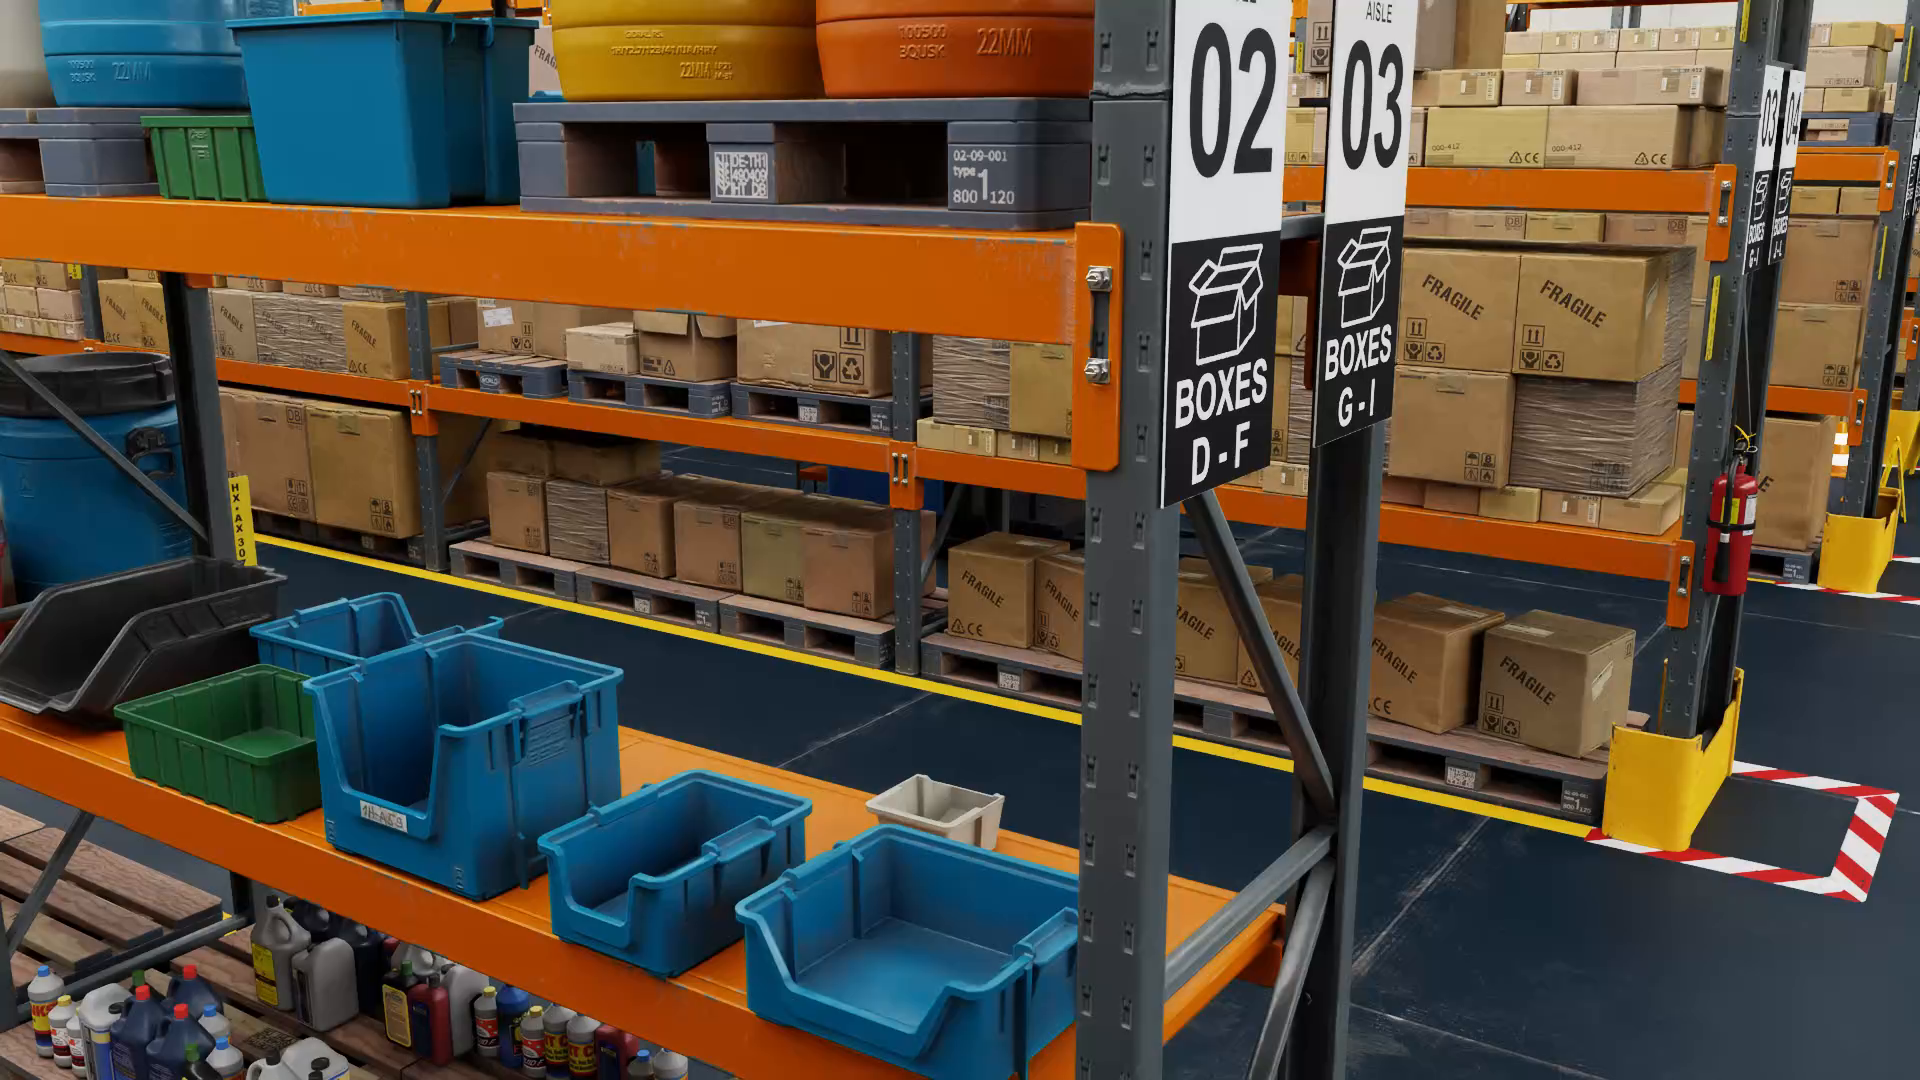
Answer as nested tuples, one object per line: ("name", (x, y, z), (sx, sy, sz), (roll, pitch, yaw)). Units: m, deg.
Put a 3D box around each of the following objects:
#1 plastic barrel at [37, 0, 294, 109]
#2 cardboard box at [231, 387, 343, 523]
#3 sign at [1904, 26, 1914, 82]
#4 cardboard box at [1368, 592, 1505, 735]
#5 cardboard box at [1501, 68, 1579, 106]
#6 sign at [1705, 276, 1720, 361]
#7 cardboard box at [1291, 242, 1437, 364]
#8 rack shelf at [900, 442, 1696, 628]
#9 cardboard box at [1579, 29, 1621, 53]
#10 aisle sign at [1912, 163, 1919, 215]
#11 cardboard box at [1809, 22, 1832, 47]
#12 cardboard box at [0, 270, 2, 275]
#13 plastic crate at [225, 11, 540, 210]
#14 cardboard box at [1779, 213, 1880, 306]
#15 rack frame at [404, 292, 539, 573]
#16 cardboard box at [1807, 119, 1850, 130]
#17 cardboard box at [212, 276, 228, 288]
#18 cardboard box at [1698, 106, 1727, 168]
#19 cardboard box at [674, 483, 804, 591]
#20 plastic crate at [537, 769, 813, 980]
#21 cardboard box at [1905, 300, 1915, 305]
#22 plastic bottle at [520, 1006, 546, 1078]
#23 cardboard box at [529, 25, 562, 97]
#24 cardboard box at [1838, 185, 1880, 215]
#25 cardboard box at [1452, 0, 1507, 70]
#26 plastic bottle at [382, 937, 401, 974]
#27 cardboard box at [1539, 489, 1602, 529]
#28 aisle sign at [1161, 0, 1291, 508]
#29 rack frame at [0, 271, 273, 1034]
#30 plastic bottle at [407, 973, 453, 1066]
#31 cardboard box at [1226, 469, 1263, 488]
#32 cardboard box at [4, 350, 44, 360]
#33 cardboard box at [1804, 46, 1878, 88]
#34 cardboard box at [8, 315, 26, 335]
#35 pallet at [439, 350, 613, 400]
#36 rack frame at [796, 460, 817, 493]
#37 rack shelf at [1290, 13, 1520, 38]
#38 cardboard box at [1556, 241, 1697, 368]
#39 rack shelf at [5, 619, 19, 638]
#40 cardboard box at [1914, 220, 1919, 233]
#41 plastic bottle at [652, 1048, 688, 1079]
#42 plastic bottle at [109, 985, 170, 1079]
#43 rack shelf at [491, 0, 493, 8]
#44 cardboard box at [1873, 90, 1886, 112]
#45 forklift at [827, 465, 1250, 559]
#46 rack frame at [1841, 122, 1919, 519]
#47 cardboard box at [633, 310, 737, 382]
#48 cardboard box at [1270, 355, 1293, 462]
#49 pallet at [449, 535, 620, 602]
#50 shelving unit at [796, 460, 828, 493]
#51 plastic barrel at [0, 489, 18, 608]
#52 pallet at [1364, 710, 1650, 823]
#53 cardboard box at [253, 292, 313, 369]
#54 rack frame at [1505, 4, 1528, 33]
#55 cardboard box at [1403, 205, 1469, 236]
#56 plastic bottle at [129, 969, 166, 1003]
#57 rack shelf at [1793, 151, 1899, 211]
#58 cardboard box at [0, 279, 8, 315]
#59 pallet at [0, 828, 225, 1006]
("plastic barrel", (-2.033, -1.561, 4.227), (0.708, 0.901, 0.600), (9, 17, 33))
("cardboard box", (-4.650, -0.727, 12.564), (0.875, 0.875, 1.225), (9, 17, 33))
("sign", (5.822, -2.980, 10.199), (0.005, 0.325, 0.100), (9, 17, 33))
("cardboard box", (2.260, 0.585, 8.044), (0.500, 0.500, 0.500), (-12, 18, -39))
("cardboard box", (2.441, -1.889, 6.950), (0.250, 0.149, 0.380), (8, 16, 30))
("sign", (2.958, -0.871, 6.533), (0.005, 0.325, 0.100), (9, 17, 33))
("cardboard box", (1.858, -1.100, 7.616), (0.500, 0.500, 0.500), (9, 17, 33))
("rack shelf", (1.625, -0.183, 8.316), (4.000, 0.370, 1.077), (9, 17, 33))
("cardboard box", (4.402, -3.395, 11.333), (0.250, 0.149, 0.380), (9, 17, 33))
("aisle sign", (6.363, -2.551, 10.977), (0.004, 0.787, 0.394), (9, 17, 33))
("cardboard box", (5.461, -3.224, 10.643), (0.250, 0.149, 0.380), (9, 17, 33))
("cardboard box", (-8.599, -2.333, 15.197), (0.500, 0.250, 0.500), (9, 16, 31))
("plastic crate", (-1.230, -0.920, 3.589), (0.575, 0.384, 0.392), (9, 17, 33))
("cardboard box", (5.850, -1.894, 11.171), (0.550, 0.550, 0.875), (9, 17, 33))
("rack frame", (-3.354, -1.337, 11.480), (0.127, 3.000, 1.000), (9, 17, 33))
("cardboard box", (7.831, -3.853, 15.094), (0.500, 0.250, 0.500), (9, 16, 32))
("cardboard box", (-5.575, -2.230, 12.794), (0.637, 0.503, 0.797), (9, 17, 33))
("cardboard box", (3.029, -1.763, 7.273), (0.500, 0.250, 0.500), (10, 17, 34))
("cardboard box", (-1.382, -0.030, 10.487), (0.500, 0.500, 0.700), (8, 16, 28))
("plastic crate", (-0.598, 0.700, 3.561), (0.408, 0.251, 0.499), (9, 17, 33))
("cardboard box", (11.289, -2.686, 19.701), (0.500, 0.250, 0.500), (9, 16, 32))
("plastic bottle", (-1.260, 1.491, 4.967), (0.097, 0.201, 0.097), (0, 14, 0))
("cardboard box", (-2.267, -2.835, 10.041), (0.500, 0.500, 0.500), (9, 16, 31))
("cardboard box", (8.269, -2.943, 15.061), (0.500, 0.500, 0.700), (9, 16, 31))
("cardboard box", (2.203, -2.408, 7.699), (0.500, 0.500, 0.500), (9, 17, 33))
("plastic bottle", (-1.786, 1.361, 5.322), (0.133, 0.283, 0.061), (11, 17, 37))
("cardboard box", (2.726, -0.172, 7.300), (0.250, 0.149, 0.380), (9, 17, 33))
("aisle sign", (0.414, -0.469, 2.566), (0.004, 0.787, 0.394), (9, 17, 33))
("rack frame", (-2.799, 0.187, 5.323), (0.127, 3.000, 1.000), (9, 17, 33))
("plastic bottle", (-1.603, 1.434, 5.024), (0.133, 0.283, 0.061), (9, 17, 33))
("cardboard box", (1.461, -0.366, 8.084), (0.250, 0.149, 0.380), (9, 17, 33))
("cardboard box", (-7.923, -1.271, 14.761), (0.875, 0.875, 0.875), (9, 17, 33))
("cardboard box", (5.574, -3.029, 10.686), (0.500, 0.250, 0.500), (9, 17, 34))
("cardboard box", (-7.749, -1.830, 13.996), (0.250, 0.149, 0.380), (10, 17, 34))
("pallet", (-2.703, -1.169, 11.203), (1.003, 0.211, 1.213), (9, 17, 33))
("rack frame", (-1.193, -0.758, 12.889), (0.015, 1.200, 0.240), (8, 16, 30))
("rack shelf", (3.836, -5.413, 17.792), (4.000, 0.370, 1.077), (9, 17, 33))
("cardboard box", (2.980, -1.070, 7.495), (0.500, 0.500, 0.500), (9, 17, 33))
("rack shelf", (-4.459, 0.268, 6.493), (4.000, 0.370, 1.077), (9, 17, 33))
("cardboard box", (10.910, -3.612, 19.115), (0.250, 0.149, 0.380), (9, 17, 34))
("plastic bottle", (-0.810, 1.529, 4.665), (0.097, 0.271, 0.097), (0, 14, 0))
("plastic bottle", (-2.361, 1.451, 4.817), (0.185, 0.351, 0.144), (10, 17, 34))
("rack shelf", (-5.013, -3.973, 11.977), (4.000, 0.370, 1.077), (9, 17, 33))
("cardboard box", (6.031, -2.935, 11.137), (0.250, 0.149, 0.380), (9, 17, 33))
("forklift", (0.533, -1.344, 11.655), (3.031, 2.935, 1.130), (8, 16, 30))
("rack frame", (6.136, -1.239, 11.086), (0.127, 3.000, 1.000), (9, 17, 33))
("cardboard box", (-1.525, -1.268, 10.115), (0.637, 0.503, 0.797), (11, 18, 38))
("cardboard box", (1.562, -0.724, 8.178), (0.500, 0.500, 0.875), (9, 17, 33))
("pallet", (-2.706, 0.122, 11.390), (1.213, 0.211, 1.003), (9, 17, 33))
("shelving unit", (-0.985, -0.728, 12.765), (0.503, 1.200, 0.258), (8, 16, 30))
("plastic barrel", (-3.471, -0.051, 6.002), (0.433, 0.535, 0.433), (0, 14, 0))
("pallet", (2.567, 0.964, 7.991), (1.213, 0.211, 1.003), (9, 17, 33))
("cardboard box", (-4.745, -1.539, 12.089), (0.500, 0.500, 0.500), (9, 16, 31))
("rack frame", (5.496, -5.688, 16.574), (0.127, 3.000, 1.000), (9, 17, 33))
("cardboard box", (3.625, -2.266, 12.674), (0.550, 0.550, 0.875), (9, 17, 33))
("plastic bottle", (-2.437, 1.439, 5.004), (0.133, 0.283, 0.061), (9, 17, 33))
("rack shelf", (4.477, -2.614, 11.896), (4.000, 0.370, 1.077), (9, 17, 33))
("cardboard box", (-8.040, -2.089, 14.212), (0.500, 0.250, 0.500), (10, 17, 34))
("pallet", (-3.472, 1.443, 6.053), (1.213, 0.211, 1.003), (9, 17, 33))
